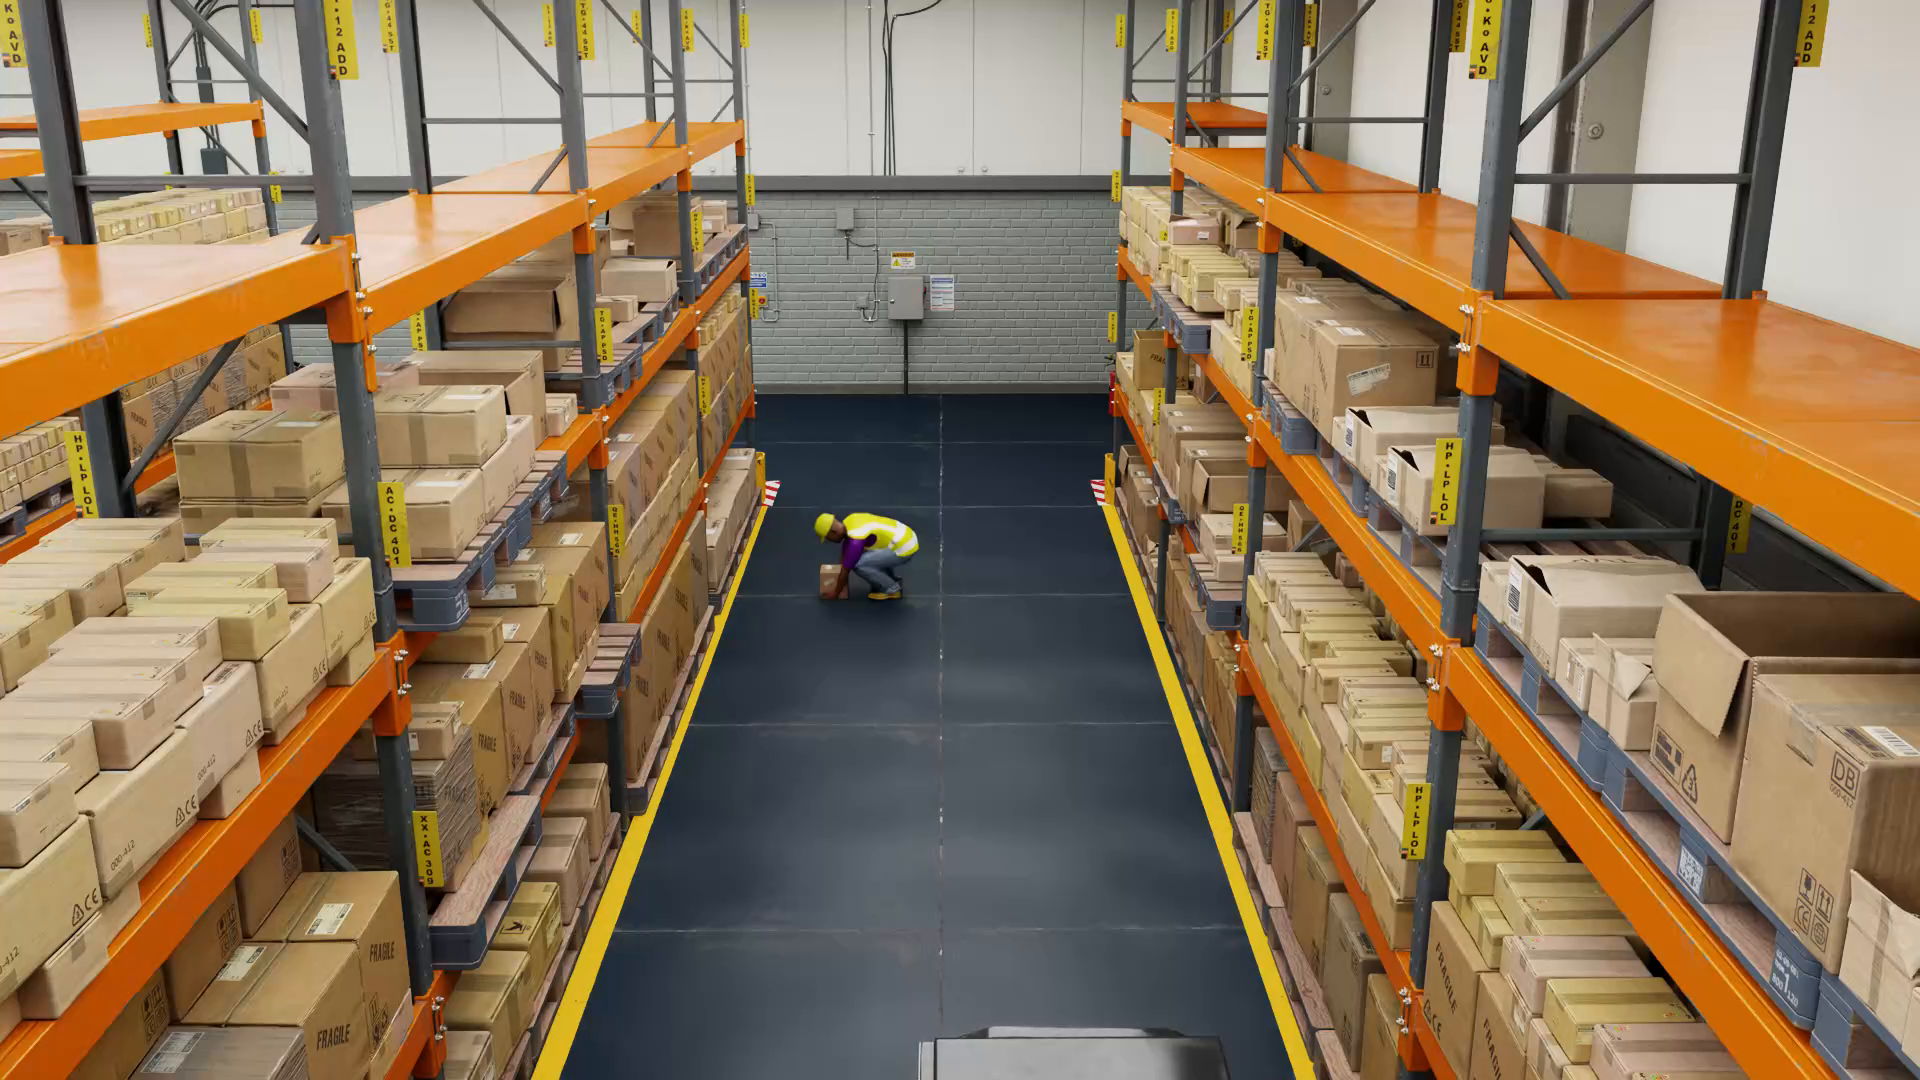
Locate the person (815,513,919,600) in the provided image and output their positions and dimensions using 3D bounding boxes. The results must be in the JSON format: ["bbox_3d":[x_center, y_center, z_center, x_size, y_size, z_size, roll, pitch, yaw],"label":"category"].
[{"bbox_3d":[-0.855,0.157,15.317,0.949,0.846,0.532,-1,17,-2],"label":"person"}]
